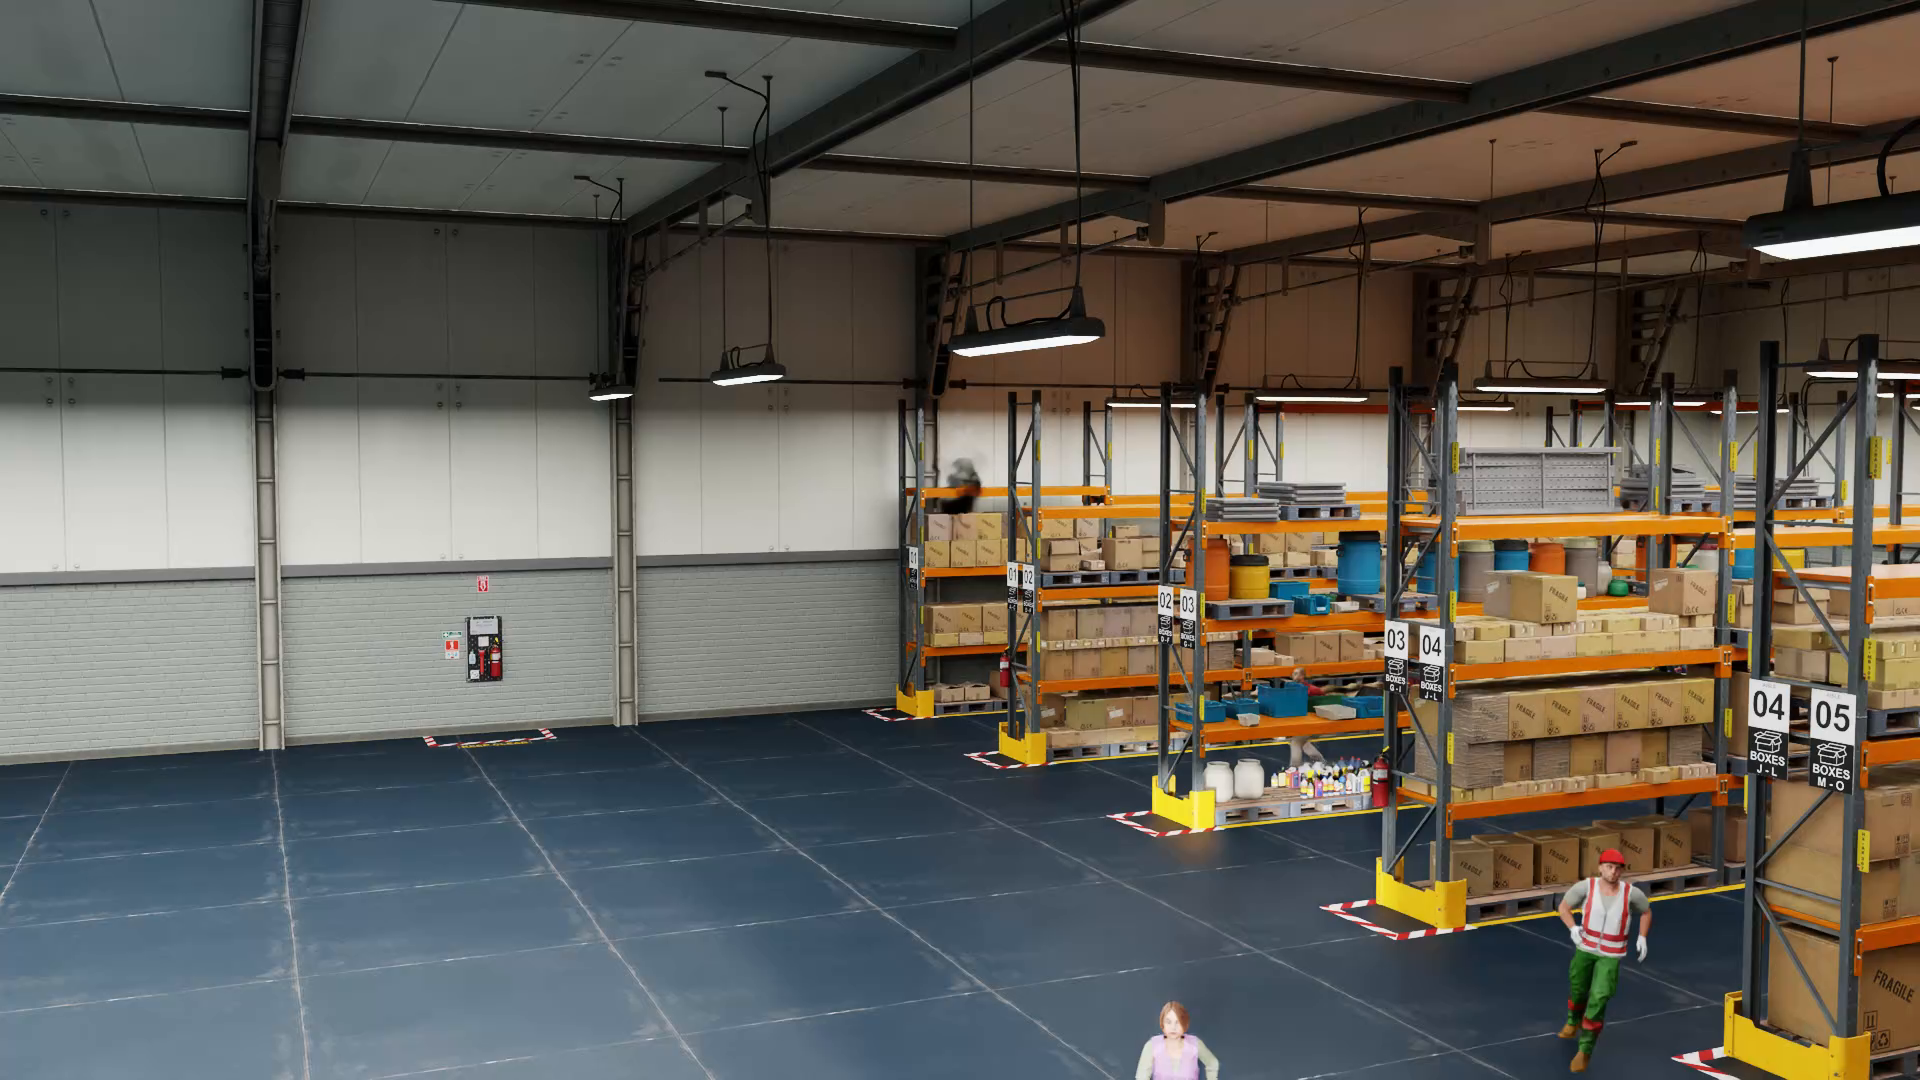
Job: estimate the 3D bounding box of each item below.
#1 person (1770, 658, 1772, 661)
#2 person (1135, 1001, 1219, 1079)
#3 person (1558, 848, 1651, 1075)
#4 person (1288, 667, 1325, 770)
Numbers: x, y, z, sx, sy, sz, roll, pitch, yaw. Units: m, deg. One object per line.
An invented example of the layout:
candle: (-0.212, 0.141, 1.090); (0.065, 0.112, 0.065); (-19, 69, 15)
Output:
person: (14.963, 2.527, 31.176); (0.572, 1.639, 0.573); (-2, 4, -31)
person: (1.370, 3.739, 10.568); (0.510, 1.646, 0.720); (1, 3, 13)
person: (5.350, 3.460, 13.876); (0.721, 1.796, 0.876); (2, 4, 28)
person: (5.269, 2.820, 25.381); (0.963, 1.769, 0.671); (-1, 4, -24)
